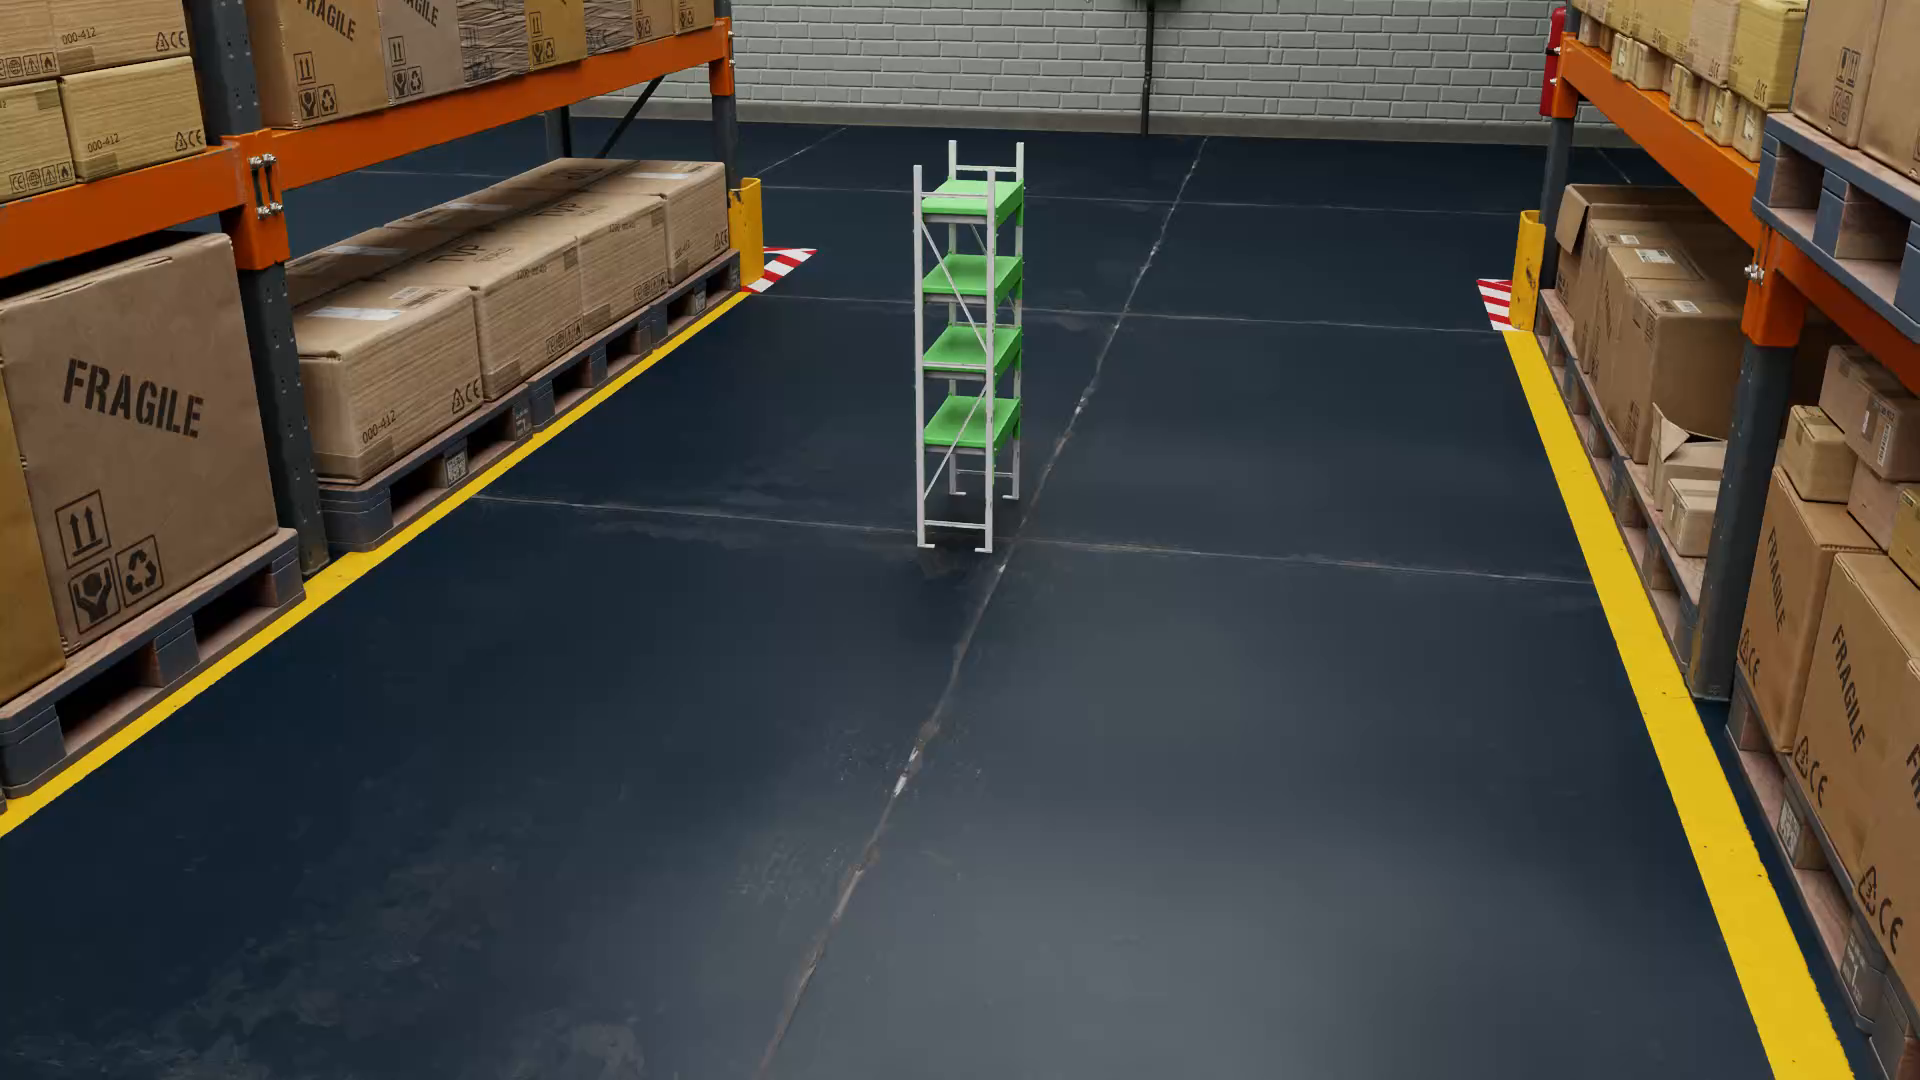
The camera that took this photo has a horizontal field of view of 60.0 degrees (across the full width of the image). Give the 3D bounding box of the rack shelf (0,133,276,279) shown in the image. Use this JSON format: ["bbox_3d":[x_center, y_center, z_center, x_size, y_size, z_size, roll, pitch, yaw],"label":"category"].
[{"bbox_3d":[-2.866,-0.268,2.967,1.077,0.370,4.000,4,22,11],"label":"rack shelf"}]

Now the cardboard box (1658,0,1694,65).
[{"bbox_3d":[2.470,-1.595,5.102,0.500,0.250,0.500,4,22,11],"label":"cardboard box"}]

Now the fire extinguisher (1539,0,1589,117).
[{"bbox_3d":[2.796,-2.299,7.650,0.296,0.674,0.183,4,22,11],"label":"fire extinguisher"}]

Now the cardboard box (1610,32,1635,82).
[{"bbox_3d":[2.571,-1.736,5.985,0.380,0.149,0.250,4,22,9],"label":"cardboard box"}]

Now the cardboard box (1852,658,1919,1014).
[{"bbox_3d":[1.878,0.546,2.767,0.500,0.500,0.500,4,22,9],"label":"cardboard box"}]

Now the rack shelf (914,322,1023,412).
[{"bbox_3d":[0.034,-0.558,5.304,0.258,0.148,0.480,4,22,11],"label":"rack shelf"}]

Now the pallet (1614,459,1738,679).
[{"bbox_3d":[2.543,0.086,4.857,1.003,0.211,1.213,4,22,11],"label":"pallet"}]

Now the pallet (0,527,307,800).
[{"bbox_3d":[-2.541,0.248,4.455,1.003,0.211,1.213,4,22,11],"label":"pallet"}]

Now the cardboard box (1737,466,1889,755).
[{"bbox_3d":[2.083,0.168,3.705,0.500,0.500,0.500,5,23,13],"label":"cardboard box"}]

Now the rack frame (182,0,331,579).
[{"bbox_3d":[-2.458,-1.333,4.649,1.000,3.000,0.127,4,22,11],"label":"rack frame"}]

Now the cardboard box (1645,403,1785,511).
[{"bbox_3d":[2.301,-0.240,5.031,0.396,0.266,0.258,5,23,13],"label":"cardboard box"}]

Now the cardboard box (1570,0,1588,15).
[{"bbox_3d":[2.862,-2.342,6.956,0.500,0.250,0.500,5,22,11],"label":"cardboard box"}]

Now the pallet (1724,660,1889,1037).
[{"bbox_3d":[2.273,0.638,3.488,1.003,0.211,1.213,4,22,11],"label":"pallet"}]

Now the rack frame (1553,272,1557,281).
[{"bbox_3d":[3.215,-2.419,7.346,0.949,2.616,0.053,4,22,11],"label":"rack frame"}]

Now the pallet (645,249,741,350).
[{"bbox_3d":[-1.728,-1.204,8.061,1.003,0.211,1.213,4,22,11],"label":"pallet"}]

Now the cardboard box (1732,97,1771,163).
[{"bbox_3d":[2.252,-1.072,4.338,0.380,0.149,0.250,5,22,12],"label":"cardboard box"}]

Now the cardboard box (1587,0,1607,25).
[{"bbox_3d":[2.760,-2.158,6.499,0.500,0.250,0.500,5,22,11],"label":"cardboard box"}]

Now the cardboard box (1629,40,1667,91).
[{"bbox_3d":[2.538,-1.638,5.742,0.380,0.149,0.250,5,22,12],"label":"cardboard box"}]

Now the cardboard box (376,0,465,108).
[{"bbox_3d":[-1.999,-1.715,5.463,0.500,0.500,0.500,5,22,11],"label":"cardboard box"}]

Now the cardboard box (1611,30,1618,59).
[{"bbox_3d":[2.745,-1.920,6.443,0.380,0.149,0.250,5,23,13],"label":"cardboard box"}]

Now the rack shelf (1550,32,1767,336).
[{"bbox_3d":[2.810,-1.354,5.663,1.077,0.370,4.000,4,22,11],"label":"rack shelf"}]

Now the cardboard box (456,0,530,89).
[{"bbox_3d":[-1.891,-1.896,5.913,0.500,0.500,0.500,5,22,11],"label":"cardboard box"}]

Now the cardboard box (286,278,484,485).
[{"bbox_3d":[-2.224,-0.561,5.599,0.875,0.438,0.875,4,22,10],"label":"cardboard box"}]

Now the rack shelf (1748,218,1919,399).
[{"bbox_3d":[1.994,0.109,2.031,1.077,0.370,4.000,4,22,11],"label":"rack shelf"}]

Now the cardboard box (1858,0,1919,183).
[{"bbox_3d":[1.979,-0.848,2.748,0.700,0.500,0.500,5,22,12],"label":"cardboard box"}]

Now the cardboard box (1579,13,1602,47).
[{"bbox_3d":[2.883,-2.203,7.145,0.380,0.149,0.250,4,22,11],"label":"cardboard box"}]

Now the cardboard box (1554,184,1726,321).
[{"bbox_3d":[3.001,-1.239,7.195,0.797,0.503,0.637,4,22,9],"label":"cardboard box"}]

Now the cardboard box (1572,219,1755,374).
[{"bbox_3d":[2.788,-0.928,6.427,0.700,0.500,0.500,5,23,13],"label":"cardboard box"}]

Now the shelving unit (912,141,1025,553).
[{"bbox_3d":[0.034,-0.617,5.280,0.258,1.200,0.503,4,22,11],"label":"shelving unit"}]

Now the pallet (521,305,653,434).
[{"bbox_3d":[-1.979,-0.759,6.957,1.003,0.211,1.213,4,22,11],"label":"pallet"}]

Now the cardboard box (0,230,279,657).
[{"bbox_3d":[-2.506,-0.310,4.389,0.875,0.875,0.875,5,23,13],"label":"cardboard box"}]

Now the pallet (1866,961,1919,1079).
[{"bbox_3d":[2.027,1.085,2.377,1.003,0.211,1.213,4,22,11],"label":"pallet"}]

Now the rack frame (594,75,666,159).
[{"bbox_3d":[-1.638,-2.796,8.281,0.949,2.616,0.053,4,22,11],"label":"rack frame"}]

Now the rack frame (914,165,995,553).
[{"bbox_3d":[-0.016,-0.528,5.058,0.240,1.200,0.015,4,22,11],"label":"rack frame"}]

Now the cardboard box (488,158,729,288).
[{"bbox_3d":[-1.678,-1.553,8.063,0.875,0.438,0.875,4,22,9],"label":"cardboard box"}]

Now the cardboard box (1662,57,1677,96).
[{"bbox_3d":[2.552,-1.539,5.495,0.380,0.149,0.250,4,22,11],"label":"cardboard box"}]

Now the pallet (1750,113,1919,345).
[{"bbox_3d":[2.132,-0.583,3.044,1.003,0.211,1.213,4,22,11],"label":"pallet"}]

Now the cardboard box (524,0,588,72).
[{"bbox_3d":[-1.786,-2.085,6.381,0.500,0.500,0.500,5,22,13],"label":"cardboard box"}]

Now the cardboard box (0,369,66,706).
[{"bbox_3d":[-2.683,0.021,3.567,0.875,0.875,0.875,5,22,12],"label":"cardboard box"}]

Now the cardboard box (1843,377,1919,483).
[{"bbox_3d":[2.063,-0.221,3.404,0.380,0.149,0.250,3,22,8],"label":"cardboard box"}]

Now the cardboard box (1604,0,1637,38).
[{"bbox_3d":[2.659,-1.972,6.038,0.500,0.250,0.500,4,22,10],"label":"cardboard box"}]

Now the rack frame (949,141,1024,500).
[{"bbox_3d":[0.084,-0.706,5.501,0.240,1.200,0.015,4,22,11],"label":"rack frame"}]

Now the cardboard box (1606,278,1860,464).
[{"bbox_3d":[2.577,-0.549,5.485,0.700,0.500,0.500,4,22,9],"label":"cardboard box"}]

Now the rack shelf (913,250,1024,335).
[{"bbox_3d":[0.034,-0.780,5.214,0.258,0.148,0.480,4,22,11],"label":"rack shelf"}]

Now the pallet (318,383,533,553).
[{"bbox_3d":[-2.226,-0.312,5.846,1.003,0.211,1.213,4,22,11],"label":"pallet"}]

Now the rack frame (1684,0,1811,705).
[{"bbox_3d":[2.402,-0.956,3.713,1.000,3.000,0.127,4,22,11],"label":"rack frame"}]

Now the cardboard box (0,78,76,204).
[{"bbox_3d":[-2.407,-0.894,3.760,0.500,0.250,0.500,4,22,10],"label":"cardboard box"}]

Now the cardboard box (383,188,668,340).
[{"bbox_3d":[-1.857,-1.218,7.230,0.875,0.438,0.875,5,22,12],"label":"cardboard box"}]

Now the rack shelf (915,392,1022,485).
[{"bbox_3d":[0.034,-0.335,5.393,0.258,0.148,0.480,4,22,11],"label":"rack shelf"}]

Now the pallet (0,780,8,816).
[{"bbox_3d":[-2.788,0.696,3.344,1.003,0.211,1.213,4,22,11],"label":"pallet"}]

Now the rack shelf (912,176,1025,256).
[{"bbox_3d":[0.034,-1.003,5.124,0.258,0.148,0.480,4,22,11],"label":"rack shelf"}]

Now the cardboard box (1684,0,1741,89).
[{"bbox_3d":[2.355,-1.414,4.652,0.500,0.250,0.500,5,22,11],"label":"cardboard box"}]

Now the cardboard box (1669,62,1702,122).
[{"bbox_3d":[2.386,-1.359,5.048,0.380,0.149,0.250,4,22,10],"label":"cardboard box"}]

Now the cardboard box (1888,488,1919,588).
[{"bbox_3d":[2.047,0.020,3.203,0.380,0.149,0.250,3,22,8],"label":"cardboard box"}]

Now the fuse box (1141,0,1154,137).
[{"bbox_3d":[1.513,-4.049,13.117,0.539,1.711,0.414,4,22,11],"label":"fuse box"}]

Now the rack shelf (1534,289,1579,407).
[{"bbox_3d":[-12.557,-1.232,4.665,30.696,2.800,11.642,4,22,11],"label":"rack shelf"}]

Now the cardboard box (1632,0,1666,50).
[{"bbox_3d":[2.576,-1.783,5.569,0.500,0.250,0.500,4,22,10],"label":"cardboard box"}]

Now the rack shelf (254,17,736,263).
[{"bbox_3d":[-2.050,-1.731,6.599,1.077,0.370,4.000,4,22,11],"label":"rack shelf"}]

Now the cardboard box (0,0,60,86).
[{"bbox_3d":[-2.404,-1.132,3.682,0.500,0.250,0.500,5,22,12],"label":"cardboard box"}]

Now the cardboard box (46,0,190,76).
[{"bbox_3d":[-2.310,-1.316,4.137,0.500,0.250,0.500,4,22,11],"label":"cardboard box"}]
